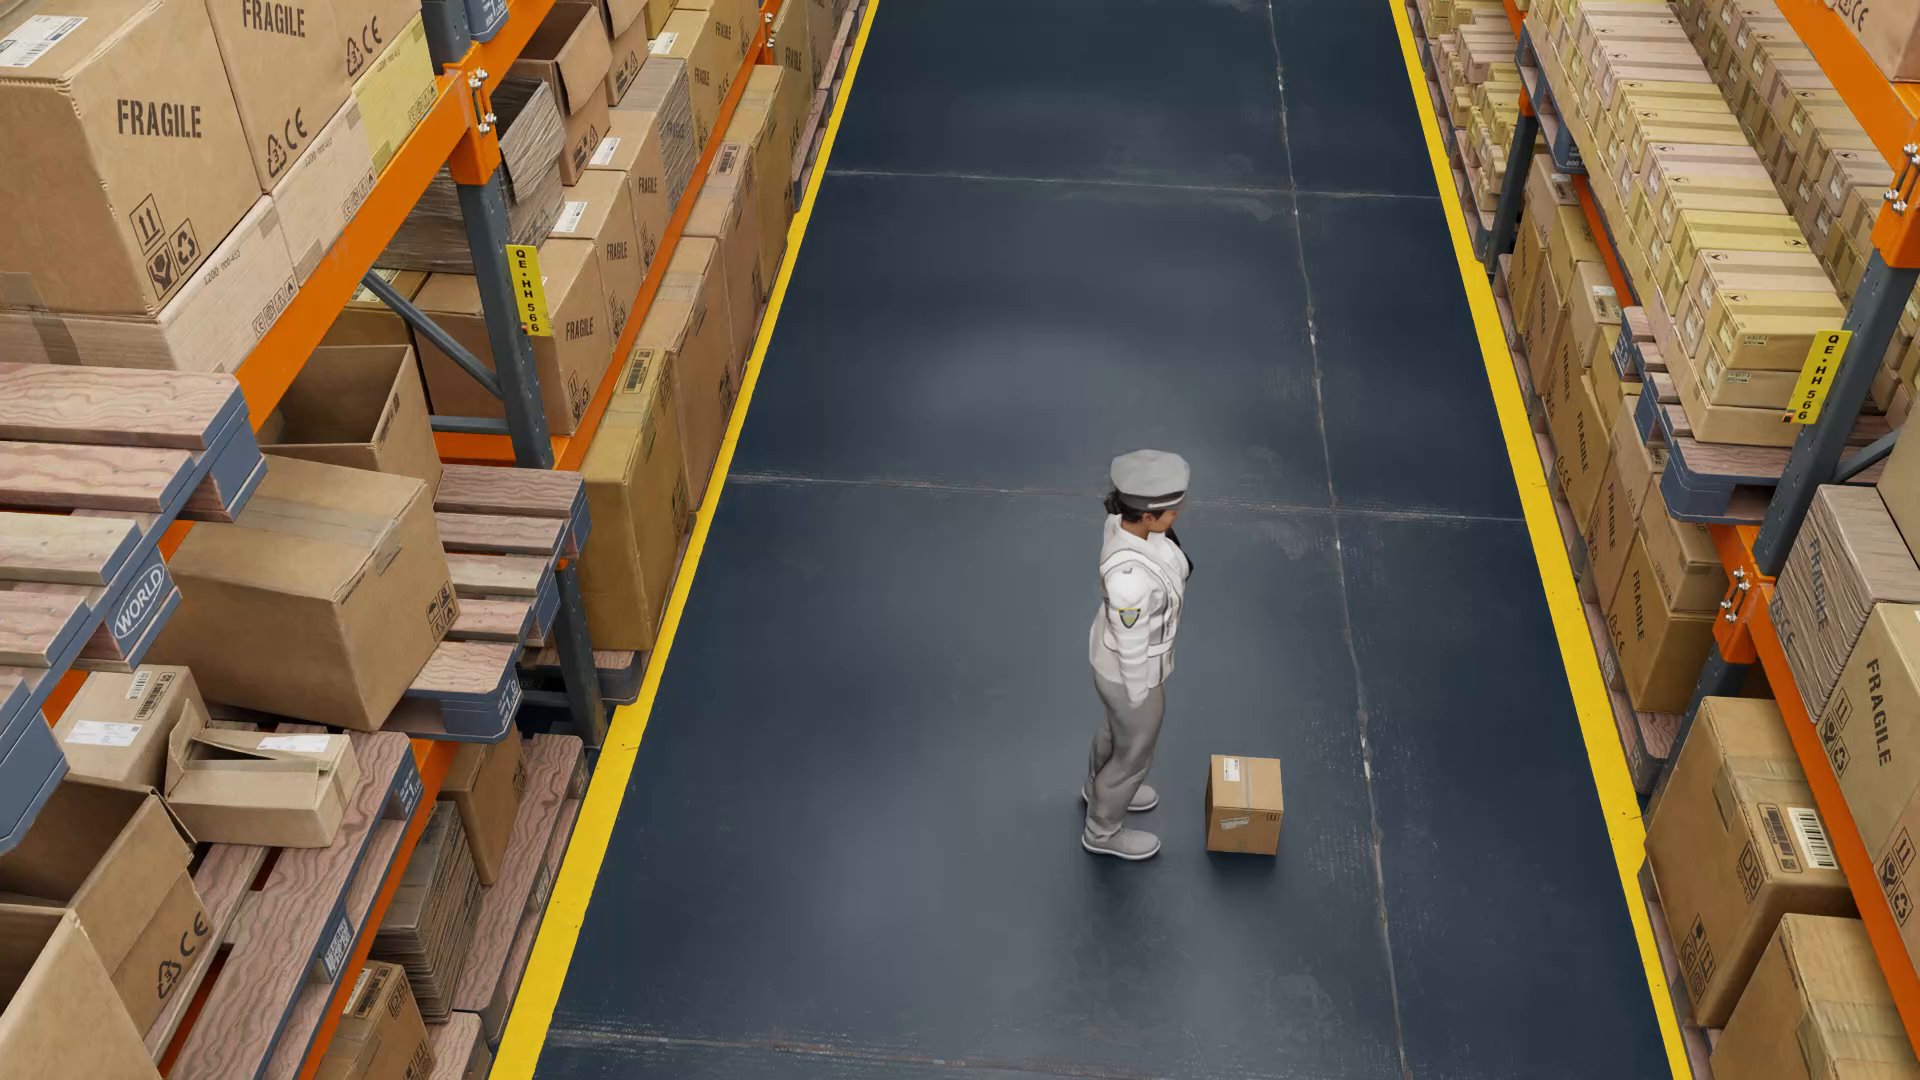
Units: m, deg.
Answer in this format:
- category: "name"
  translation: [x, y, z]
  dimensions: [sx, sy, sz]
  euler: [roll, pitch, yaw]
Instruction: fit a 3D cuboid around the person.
- category: "person"
  translation: [0.602, 0.405, 5.684]
  dimensions: [0.328, 1.664, 0.469]
  euler: [4, 40, 5]
